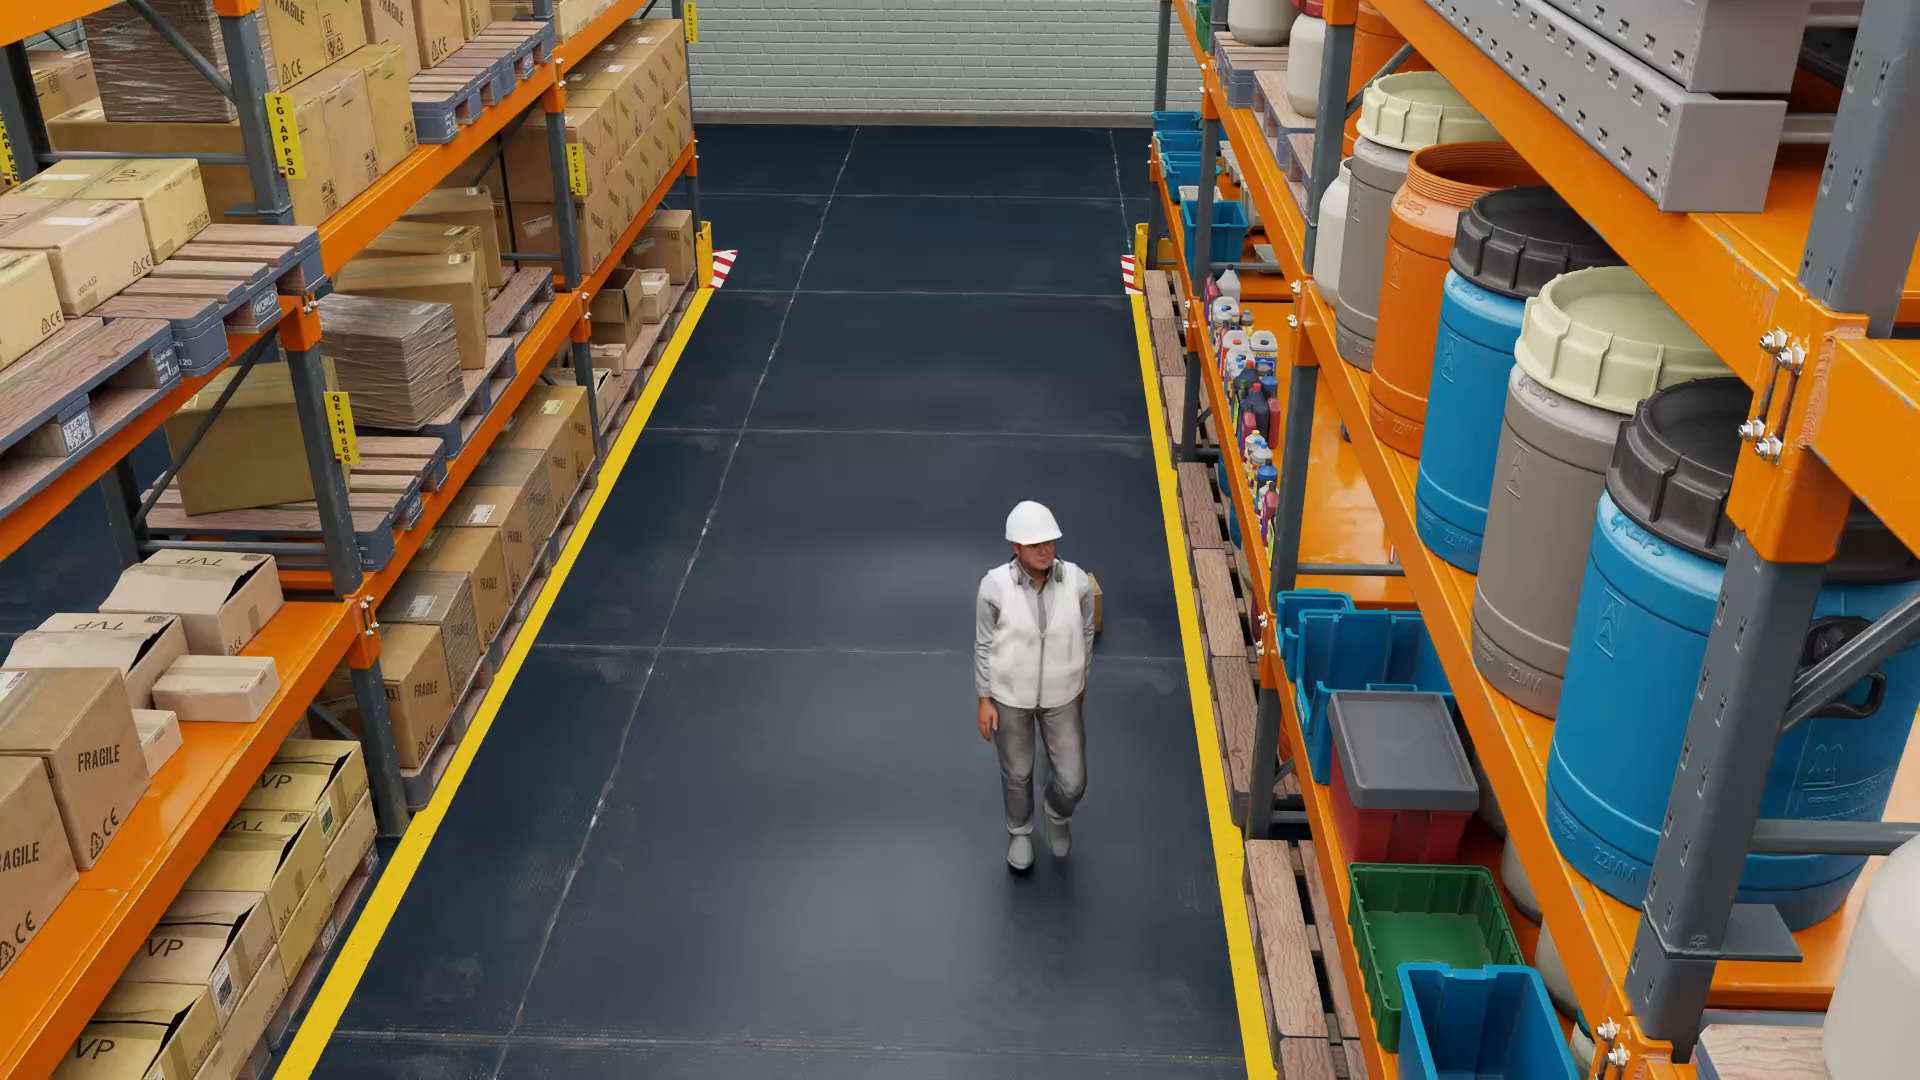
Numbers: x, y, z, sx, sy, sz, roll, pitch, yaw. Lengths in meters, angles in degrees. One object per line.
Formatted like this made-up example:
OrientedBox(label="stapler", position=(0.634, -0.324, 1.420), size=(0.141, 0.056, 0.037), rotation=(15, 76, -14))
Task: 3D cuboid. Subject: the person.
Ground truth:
OrientedBox(label="person", position=(0.333, 0.686, 7.268), size=(0.541, 1.790, 0.467), rotation=(-2, 28, -4))
